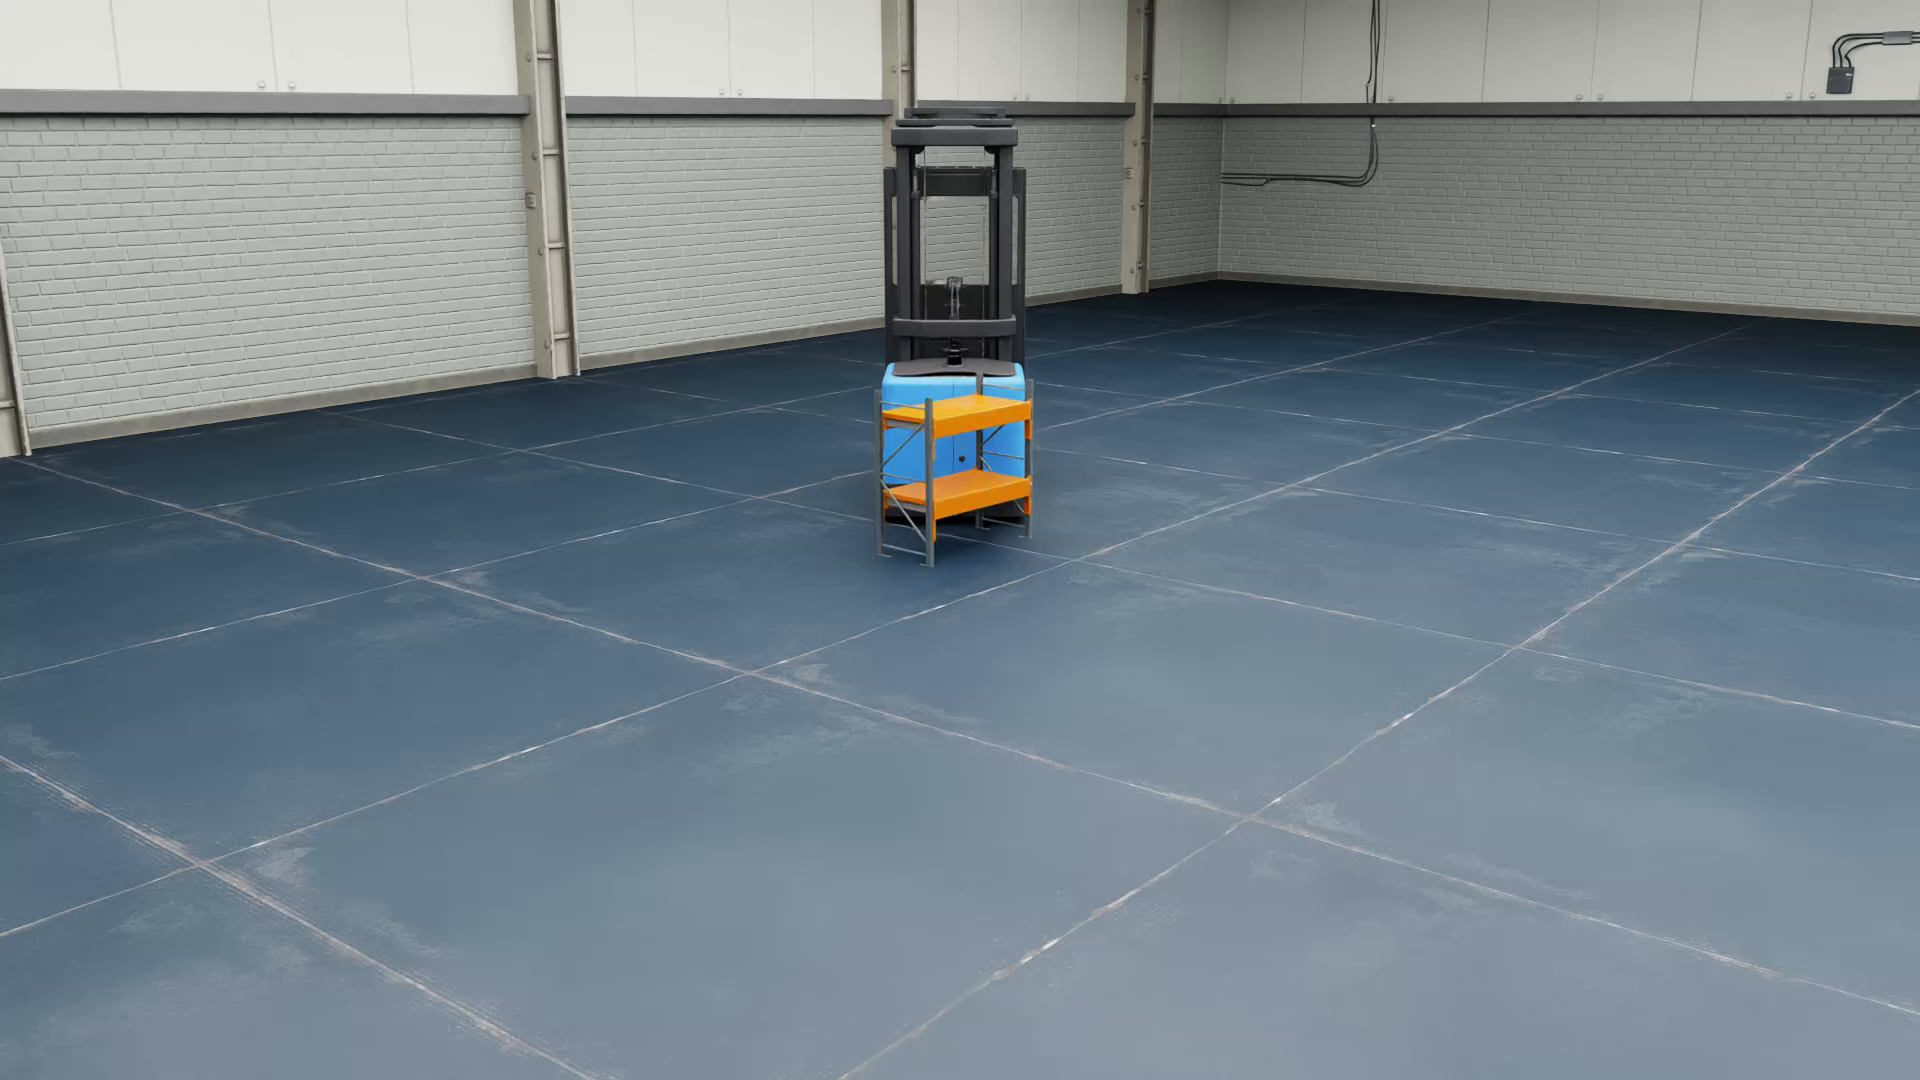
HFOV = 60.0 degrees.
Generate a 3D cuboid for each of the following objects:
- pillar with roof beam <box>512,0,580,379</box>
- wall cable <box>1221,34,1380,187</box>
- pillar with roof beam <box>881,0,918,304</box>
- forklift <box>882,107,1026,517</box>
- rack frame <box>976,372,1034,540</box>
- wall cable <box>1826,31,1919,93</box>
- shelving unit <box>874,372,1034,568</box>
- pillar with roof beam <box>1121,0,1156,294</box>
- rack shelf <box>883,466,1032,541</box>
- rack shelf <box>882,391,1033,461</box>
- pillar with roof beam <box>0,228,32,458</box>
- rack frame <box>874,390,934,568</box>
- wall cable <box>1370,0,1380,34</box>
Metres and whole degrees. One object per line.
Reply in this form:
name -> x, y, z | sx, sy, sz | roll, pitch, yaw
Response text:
pillar with roof beam -> -1.247, -5.576, 15.297 | 9.100, 9.000, 0.400 | 11, 18, 38
wall cable -> 5.827, -7.395, 28.763 | 3.097, 2.526, 0.112 | 11, 18, 38
pillar with roof beam -> 2.524, -6.725, 19.820 | 9.100, 9.000, 0.400 | 11, 18, 38
forklift -> -0.037, -1.890, 13.109 | 1.130, 2.935, 3.031 | 0, 14, 0
rack frame -> 0.309, -0.589, 11.659 | 0.500, 1.125, 0.032 | 12, 19, 40
wall cable -> 13.201, -9.076, 22.167 | 2.305, 6.003, 0.169 | 11, 18, 38
shelving unit -> -0.030, -0.496, 11.291 | 0.538, 1.125, 1.048 | 12, 19, 40
pillar with roof beam -> 6.295, -7.874, 24.343 | 9.100, 9.000, 0.400 | 11, 18, 38
rack shelf -> -0.030, -0.259, 11.351 | 0.538, 0.278, 1.000 | 12, 19, 40
rack shelf -> -0.030, -0.780, 11.219 | 0.538, 0.278, 1.000 | 12, 19, 40
pillar with roof beam -> -5.018, -4.427, 10.774 | 9.100, 9.000, 0.400 | 11, 18, 38
rack frame -> -0.368, -0.403, 10.923 | 0.500, 1.125, 0.032 | 12, 19, 40
wall cable -> 7.931, -9.424, 26.493 | 3.097, 2.526, 0.112 | 11, 18, 38
